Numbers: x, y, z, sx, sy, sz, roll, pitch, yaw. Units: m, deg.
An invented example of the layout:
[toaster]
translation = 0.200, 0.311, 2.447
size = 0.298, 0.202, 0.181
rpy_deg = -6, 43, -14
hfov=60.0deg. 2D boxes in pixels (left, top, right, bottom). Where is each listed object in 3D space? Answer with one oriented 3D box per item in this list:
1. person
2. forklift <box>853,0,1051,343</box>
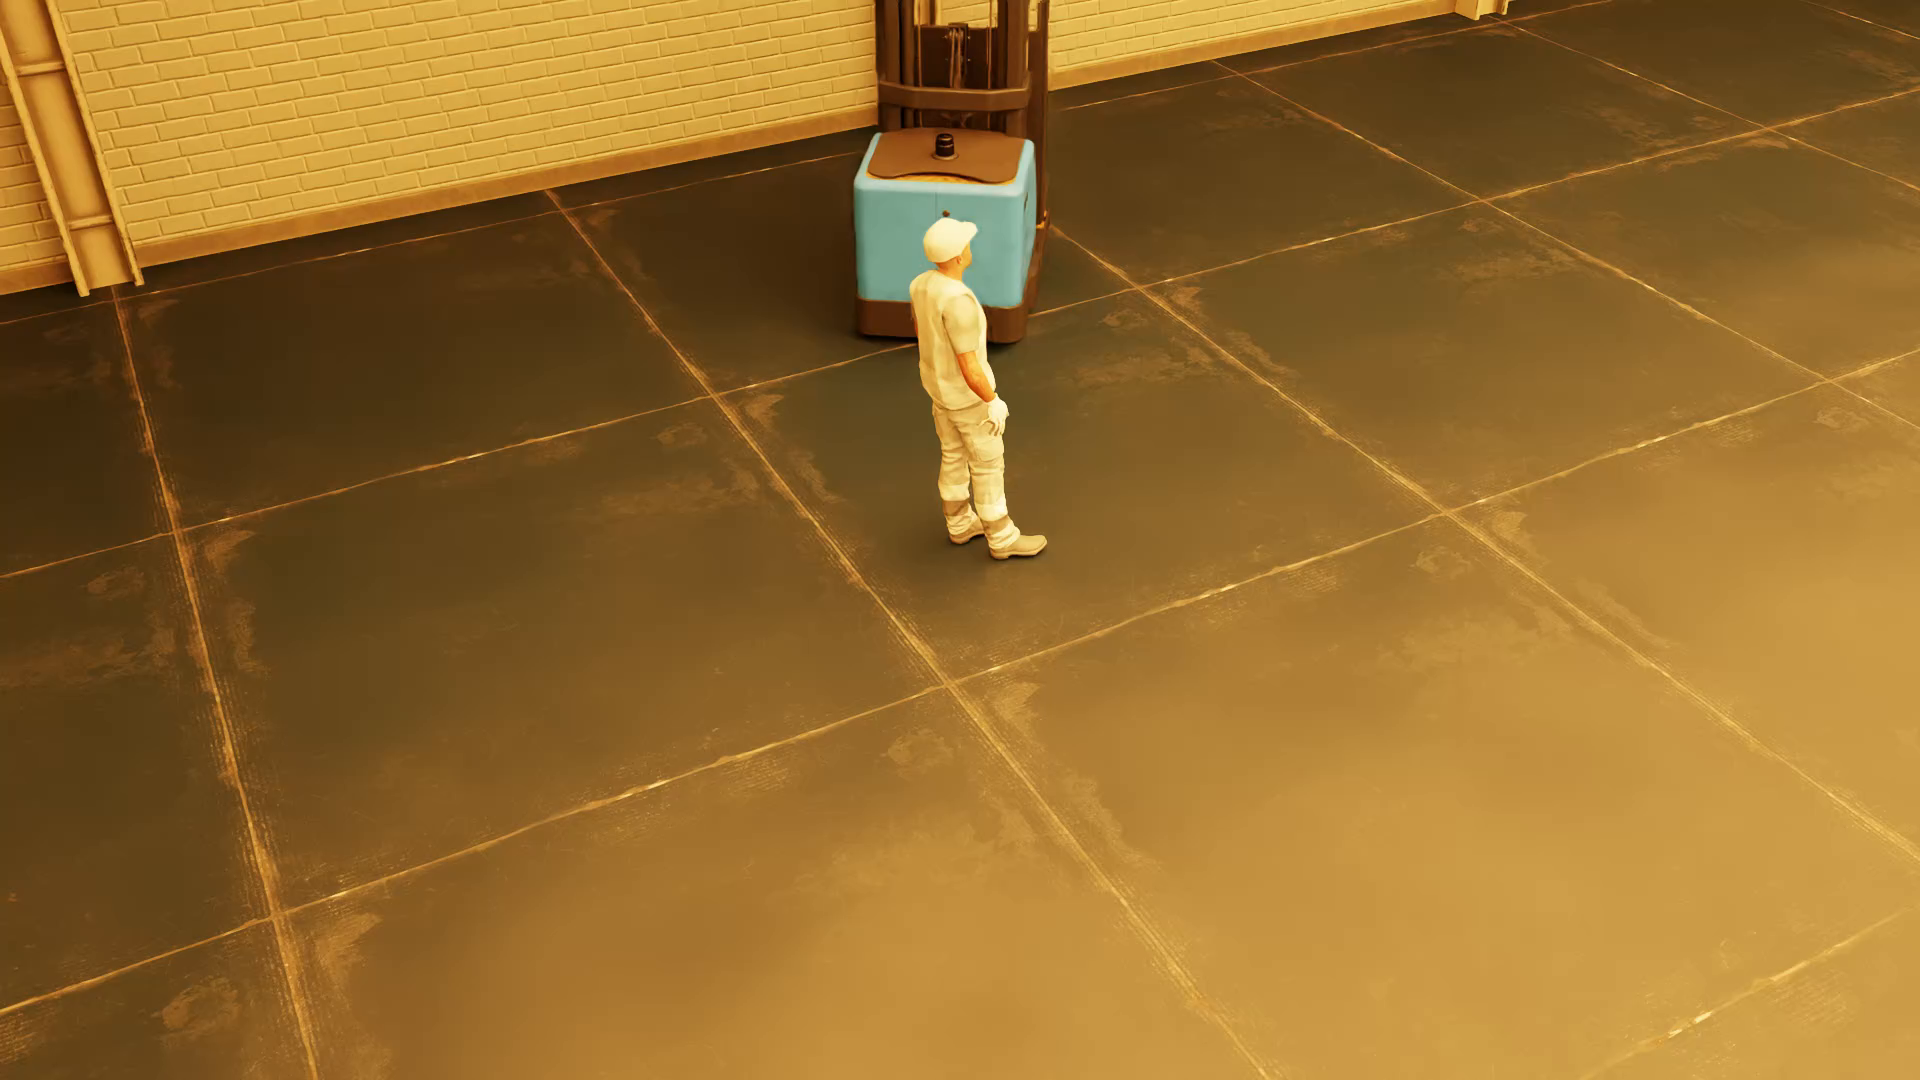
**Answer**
[person]
translation = 0.076, -0.752, 8.163
size = 0.564, 1.787, 0.637
rpy_deg = -17, 39, -23
[forklift]
translation = 0.042, -3.251, 10.722
size = 1.130, 2.935, 3.031
rpy_deg = 4, 35, 6
